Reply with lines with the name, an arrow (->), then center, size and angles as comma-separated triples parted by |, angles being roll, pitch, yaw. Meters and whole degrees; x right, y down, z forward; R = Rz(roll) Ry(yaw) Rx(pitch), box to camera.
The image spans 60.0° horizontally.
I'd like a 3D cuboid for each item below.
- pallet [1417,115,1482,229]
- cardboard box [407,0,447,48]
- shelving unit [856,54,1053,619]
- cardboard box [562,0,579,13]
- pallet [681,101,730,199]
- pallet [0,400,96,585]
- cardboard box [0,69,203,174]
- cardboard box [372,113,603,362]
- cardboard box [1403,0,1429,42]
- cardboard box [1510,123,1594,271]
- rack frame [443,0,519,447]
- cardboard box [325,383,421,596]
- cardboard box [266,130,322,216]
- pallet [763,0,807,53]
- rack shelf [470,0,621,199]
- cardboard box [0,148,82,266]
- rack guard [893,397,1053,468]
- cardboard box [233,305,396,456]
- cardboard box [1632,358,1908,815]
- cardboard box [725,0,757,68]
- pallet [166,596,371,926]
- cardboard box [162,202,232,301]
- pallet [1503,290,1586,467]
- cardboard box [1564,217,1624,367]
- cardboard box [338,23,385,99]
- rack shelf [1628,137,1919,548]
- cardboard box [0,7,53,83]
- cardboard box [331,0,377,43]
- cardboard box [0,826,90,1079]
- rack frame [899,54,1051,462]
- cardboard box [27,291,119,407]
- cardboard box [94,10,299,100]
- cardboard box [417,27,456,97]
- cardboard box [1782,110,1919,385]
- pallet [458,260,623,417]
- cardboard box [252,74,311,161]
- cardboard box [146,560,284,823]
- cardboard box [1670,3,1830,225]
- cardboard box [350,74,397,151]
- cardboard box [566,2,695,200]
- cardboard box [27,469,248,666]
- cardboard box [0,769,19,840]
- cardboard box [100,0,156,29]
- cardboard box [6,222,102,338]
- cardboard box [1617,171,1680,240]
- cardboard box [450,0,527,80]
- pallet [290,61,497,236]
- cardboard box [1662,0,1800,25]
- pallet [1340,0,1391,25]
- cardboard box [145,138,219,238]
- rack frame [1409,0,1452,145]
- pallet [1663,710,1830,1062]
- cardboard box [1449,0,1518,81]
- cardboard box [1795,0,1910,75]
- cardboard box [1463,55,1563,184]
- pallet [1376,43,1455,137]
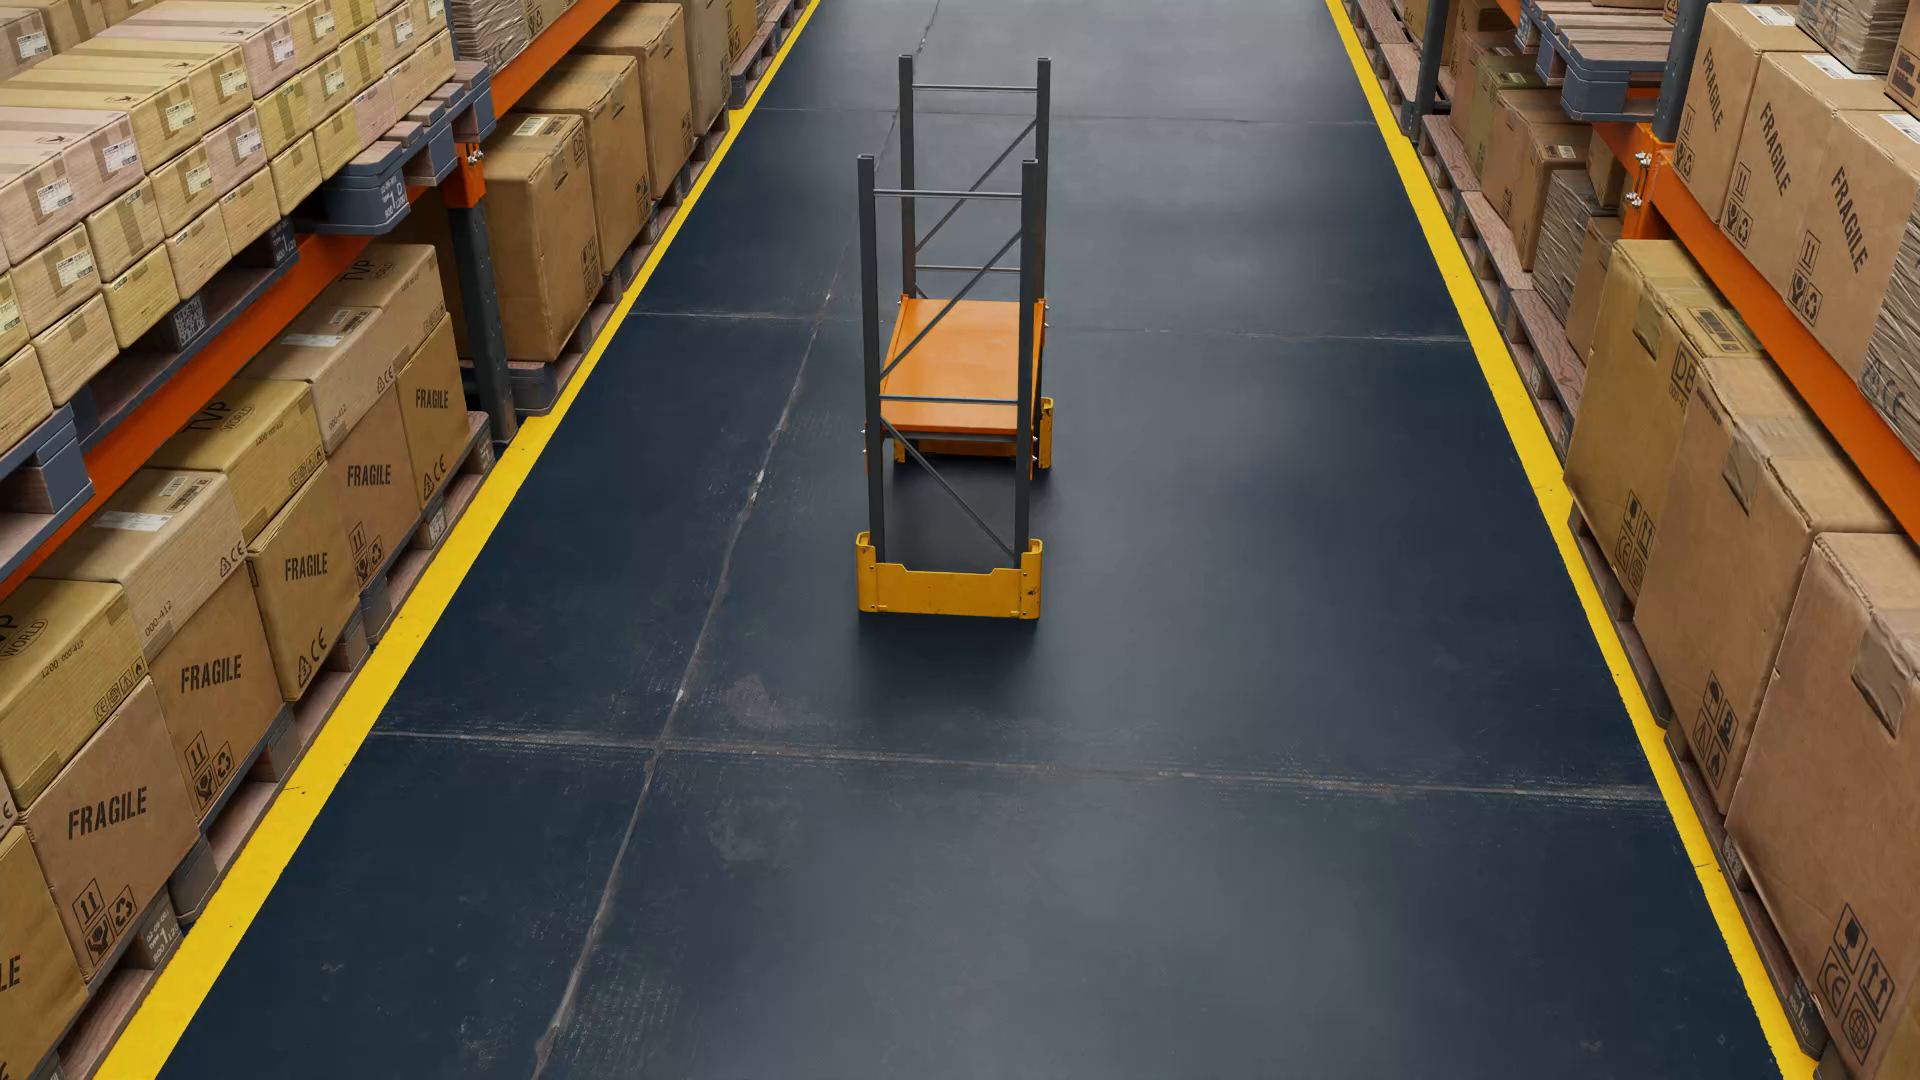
pallet -> 2.989, -1.919, 8.663 | 1.003, 0.211, 1.213 | 2, 32, 4
cardboard box -> -1.797, -1.607, 5.054 | 0.380, 0.149, 0.250 | 3, 32, 5
shelving unit -> 0.006, -0.678, 5.421 | 0.587, 1.500, 1.083 | 2, 32, 4
cardboard box -> -1.824, -2.482, 6.823 | 0.500, 0.500, 0.500 | 2, 32, 4
pallet -> -1.872, -2.184, 9.093 | 1.003, 0.211, 1.213 | 2, 32, 4
pallet -> -2.329, 0.094, 2.922 | 1.003, 0.211, 1.213 | 2, 32, 4
cardboard box -> -1.923, -0.923, 3.661 | 0.380, 0.149, 0.250 | 3, 32, 5
cardboard box -> -2.071, -1.222, 6.618 | 1.050, 0.750, 0.750 | 2, 32, 3
cardboard box -> 3.135, -3.463, 10.493 | 0.500, 0.500, 0.500 | 0, 32, 0
cardboard box -> 2.831, -1.483, 7.261 | 0.700, 0.500, 0.500 | 5, 32, 8
rack frame -> -2.210, -1.686, 5.627 | 1.000, 3.000, 0.127 | 2, 32, 4
cardboard box -> -2.049, -0.174, 5.156 | 0.500, 0.500, 0.500 | 4, 32, 6
cardboard box -> -1.879, -0.945, 4.264 | 0.380, 0.149, 0.250 | 1, 32, 2
pallet -> -1.648, -3.625, 11.431 | 1.003, 0.211, 1.213 | 2, 32, 4
rack shelf -> -2.047, -2.426, 7.513 | 1.077, 0.370, 4.000 | 2, 32, 4
cardboard box -> -1.962, -0.650, 3.218 | 0.380, 0.149, 0.250 | 2, 32, 4
rack guard -> 0.047, -0.407, 6.172 | 0.587, 0.250, 0.087 | 2, 32, 4
cardboard box -> -2.035, -0.487, 4.948 | 0.500, 0.250, 0.500 | 3, 32, 5
cardboard box -> 2.568, 0.130, 4.305 | 1.225, 0.875, 0.875 | 3, 32, 4
cardboard box -> -1.764, -3.378, 9.997 | 0.875, 0.875, 0.875 | 3, 32, 5
pallet -> -2.377, 0.546, 4.663 | 1.003, 0.211, 1.213 | 2, 32, 4
cardboard box -> -1.921, -0.667, 3.813 | 0.380, 0.149, 0.250 | 1, 32, 2
pallet -> 2.790, -0.643, 6.592 | 1.003, 0.211, 1.213 | 2, 32, 4
cardboard box -> 2.760, -0.896, 6.308 | 0.700, 0.500, 0.500 | 1, 32, 1
cardboard box -> -1.835, -1.330, 4.604 | 0.380, 0.149, 0.250 | 3, 32, 5
rack shelf -> 2.562, -0.070, 3.689 | 1.077, 0.370, 4.000 | 2, 32, 4
cardboard box -> -2.527, -1.229, 4.158 | 0.380, 0.149, 0.250 | 4, 32, 6
cardboard box -> -1.837, -1.467, 4.544 | 0.380, 0.149, 0.250 | 3, 32, 5
cardboard box -> -2.211, 0.916, 3.387 | 0.500, 0.500, 0.500 | 4, 32, 6
rack frame -> 0.048, -0.949, 5.860 | 0.500, 1.500, 0.032 | 2, 32, 4
cardboard box -> -1.962, -0.393, 3.368 | 0.380, 0.149, 0.250 | 1, 32, 2
cardboard box -> -1.881, -1.202, 4.113 | 0.380, 0.149, 0.250 | 2, 32, 4
cardboard box -> -1.792, -1.481, 5.133 | 0.380, 0.149, 0.250 | 3, 32, 5
cardboard box -> 2.336, -0.684, 3.905 | 0.500, 0.500, 0.500 | 2, 32, 3
pallet -> -2.071, -0.908, 7.023 | 1.003, 0.211, 1.213 | 2, 32, 4
cardboard box -> -1.879, -1.069, 4.181 | 0.380, 0.149, 0.250 | 2, 32, 4
cardboard box -> -2.141, 0.364, 4.282 | 0.500, 0.500, 0.500 | 3, 32, 5
cardboard box -> 2.414, -1.222, 4.778 | 0.500, 0.500, 0.500 | 3, 32, 5
cardboard box -> -1.835, -1.216, 4.704 | 0.380, 0.149, 0.250 | 3, 32, 5
cardboard box -> -1.928, -2.166, 8.150 | 1.050, 0.750, 0.750 | 2, 32, 4
cardboard box -> -2.125, 0.051, 4.075 | 0.500, 0.250, 0.500 | 4, 32, 6
cardboard box -> -2.212, 0.596, 3.191 | 0.500, 0.250, 0.500 | 1, 32, 2
cardboard box -> -2.484, -1.509, 4.612 | 0.380, 0.149, 0.250 | 2, 32, 4
cardboard box -> -1.965, -0.527, 3.302 | 0.380, 0.149, 0.250 | 4, 32, 6
cardboard box -> 2.750, -1.216, 6.112 | 0.500, 0.250, 0.500 | 4, 32, 6
cardboard box -> -1.905, -1.952, 5.963 | 0.500, 0.500, 0.500 | 3, 32, 5
pallet -> -2.162, -1.227, 5.065 | 1.213, 0.211, 1.003 | 2, 32, 4
cardboard box -> 2.729, -1.927, 5.522 | 0.500, 0.500, 0.500 | -1, 32, -2
pallet -> 3.269, -3.955, 11.966 | 1.003, 0.211, 1.213 | 2, 32, 4
cardboard box -> -1.920, -0.797, 3.740 | 0.380, 0.149, 0.250 | 2, 32, 3
rack frame -> 3.051, -3.513, 8.592 | 1.000, 3.000, 0.127 | 2, 32, 4
pallet -> 2.484, 0.811, 4.233 | 1.003, 0.211, 1.213 | 2, 32, 4
cardboard box -> 3.123, -2.835, 9.474 | 0.500, 0.500, 0.500 | 2, 32, 2
cardboard box -> 2.649, -1.510, 4.289 | 0.797, 0.503, 0.637 | 3, 32, 6
cardboard box -> 2.922, -2.068, 8.209 | 0.700, 0.500, 0.500 | 2, 32, 4
pallet -> 3.070, -2.679, 9.896 | 1.003, 0.211, 1.213 | 2, 32, 4
